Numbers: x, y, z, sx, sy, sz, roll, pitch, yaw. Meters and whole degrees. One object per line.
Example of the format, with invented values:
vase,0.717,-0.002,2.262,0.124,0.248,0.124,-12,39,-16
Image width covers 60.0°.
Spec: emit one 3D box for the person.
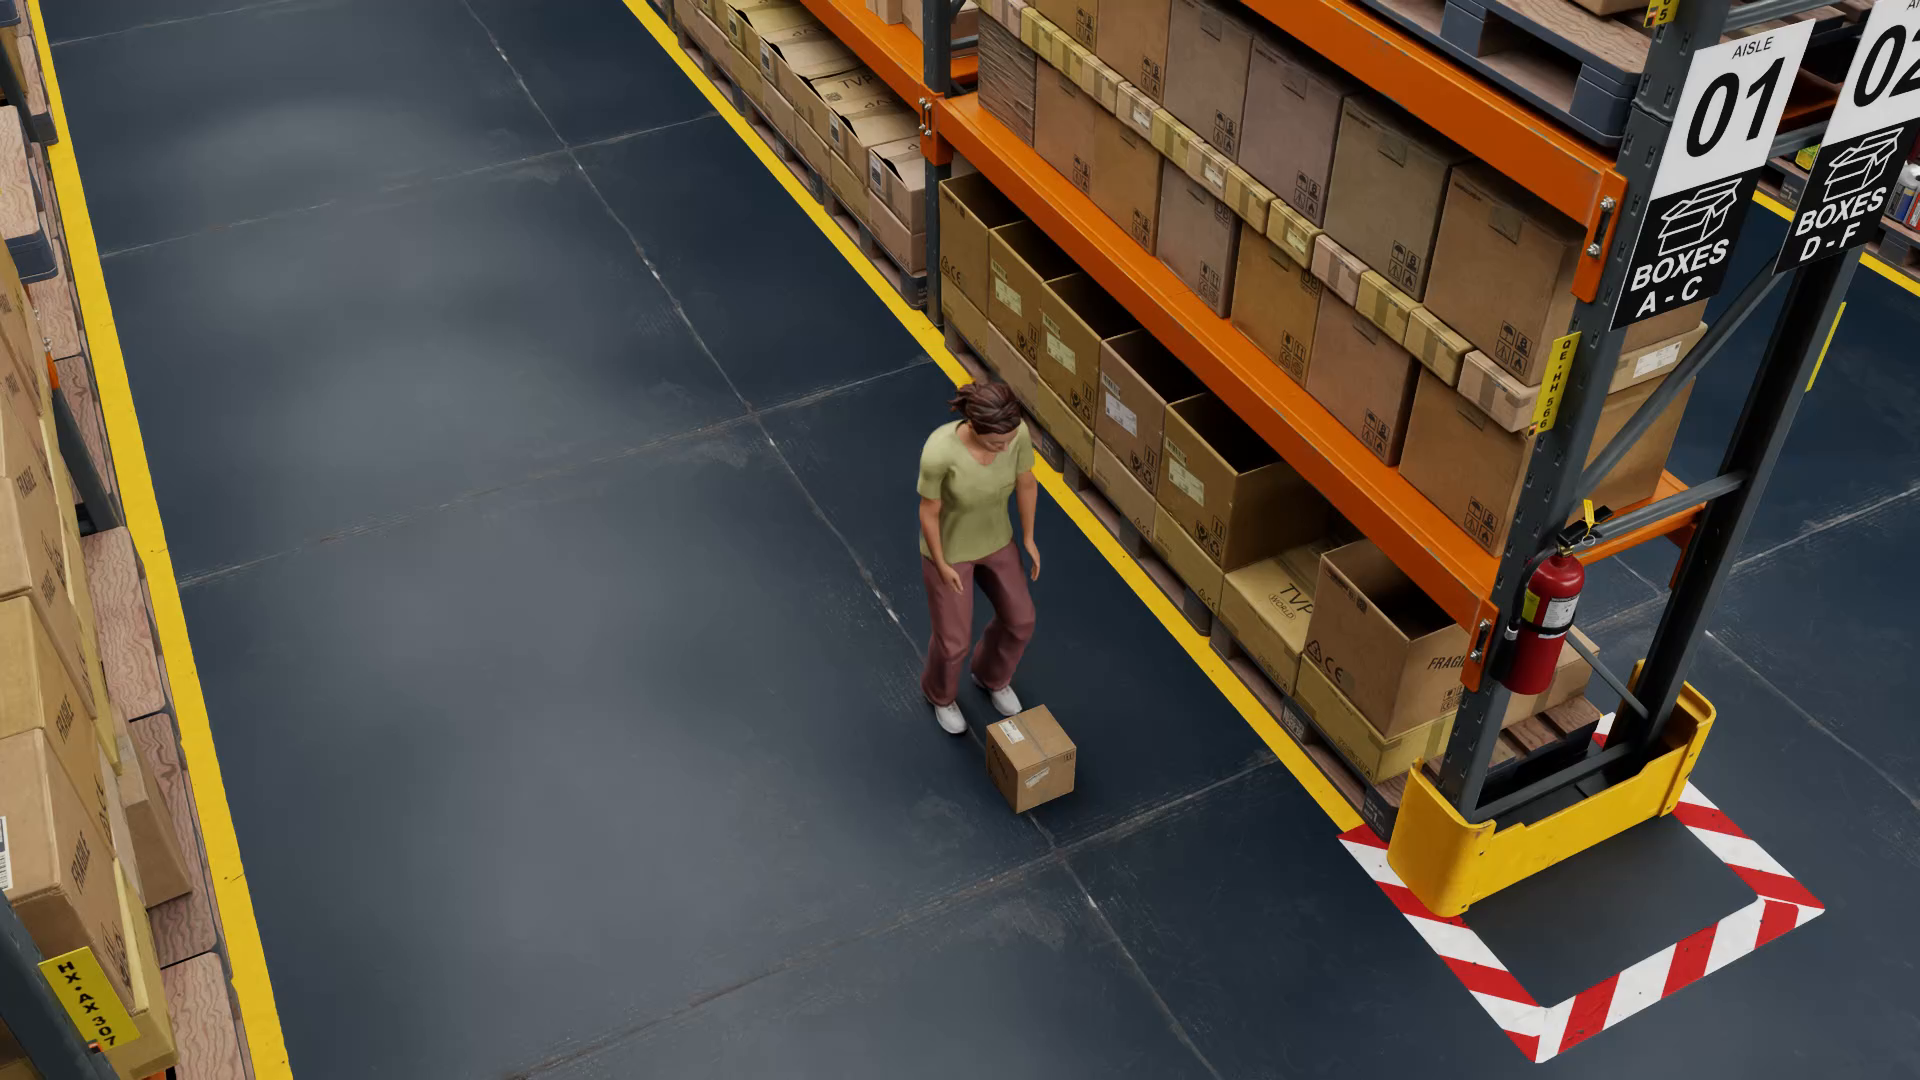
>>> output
person,0.073,0.040,6.167,0.474,1.616,0.406,-18,45,-19
